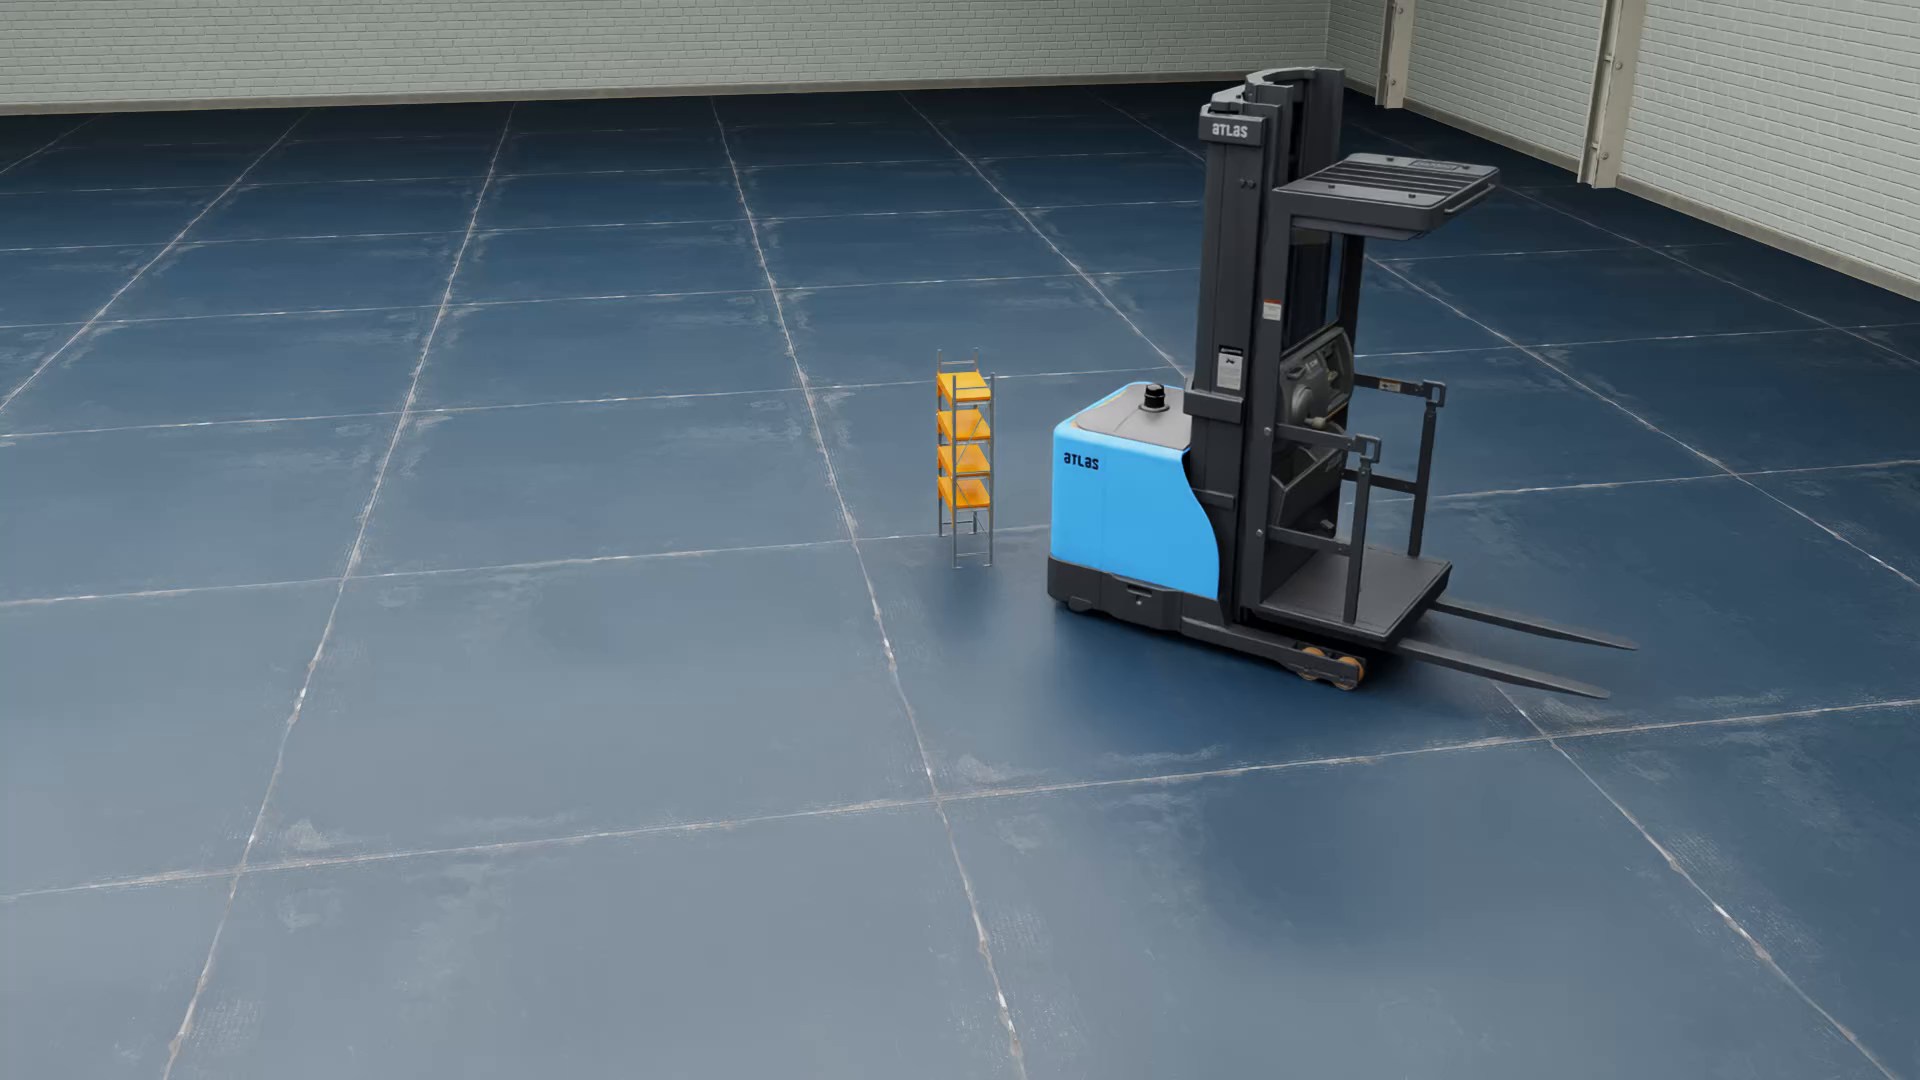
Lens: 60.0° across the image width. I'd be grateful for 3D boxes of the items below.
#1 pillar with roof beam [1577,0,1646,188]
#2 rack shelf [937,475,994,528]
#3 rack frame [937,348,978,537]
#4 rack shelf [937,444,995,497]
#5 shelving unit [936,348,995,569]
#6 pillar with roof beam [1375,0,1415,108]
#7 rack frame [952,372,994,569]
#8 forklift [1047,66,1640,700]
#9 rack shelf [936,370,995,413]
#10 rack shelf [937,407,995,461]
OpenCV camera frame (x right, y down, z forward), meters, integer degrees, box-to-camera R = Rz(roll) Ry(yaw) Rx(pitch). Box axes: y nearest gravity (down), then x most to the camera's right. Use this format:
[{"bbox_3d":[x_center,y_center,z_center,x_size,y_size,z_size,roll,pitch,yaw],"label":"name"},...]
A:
[{"bbox_3d":[3.460,-8.098,17.548,9.100,9.000,0.400,-4,24,-10],"label":"pillar with roof beam"},{"bbox_3d":[0.031,-0.241,9.967,0.258,0.148,0.480,-4,24,-10],"label":"rack shelf"},{"bbox_3d":[-0.014,-0.581,10.081,0.240,1.200,0.015,-4,24,-10],"label":"rack frame"},{"bbox_3d":[0.031,-0.423,9.888,0.258,0.148,0.480,-4,24,-10],"label":"rack shelf"},{"bbox_3d":[0.031,-0.485,9.861,0.258,1.200,0.503,-4,24,-10],"label":"shelving unit"},{"bbox_3d":[2.350,-10.458,22.951,9.100,9.000,0.400,-4,24,-10],"label":"pillar with roof beam"},{"bbox_3d":[0.076,-0.389,9.641,0.240,1.200,0.015,-4,24,-10],"label":"rack frame"},{"bbox_3d":[2.009,-0.820,8.465,3.031,2.935,1.130,14,27,30],"label":"forklift"},{"bbox_3d":[0.031,-0.845,9.704,0.258,0.148,0.480,-4,24,-10],"label":"rack shelf"},{"bbox_3d":[0.031,-0.628,9.798,0.258,0.148,0.480,-4,24,-10],"label":"rack shelf"}]
